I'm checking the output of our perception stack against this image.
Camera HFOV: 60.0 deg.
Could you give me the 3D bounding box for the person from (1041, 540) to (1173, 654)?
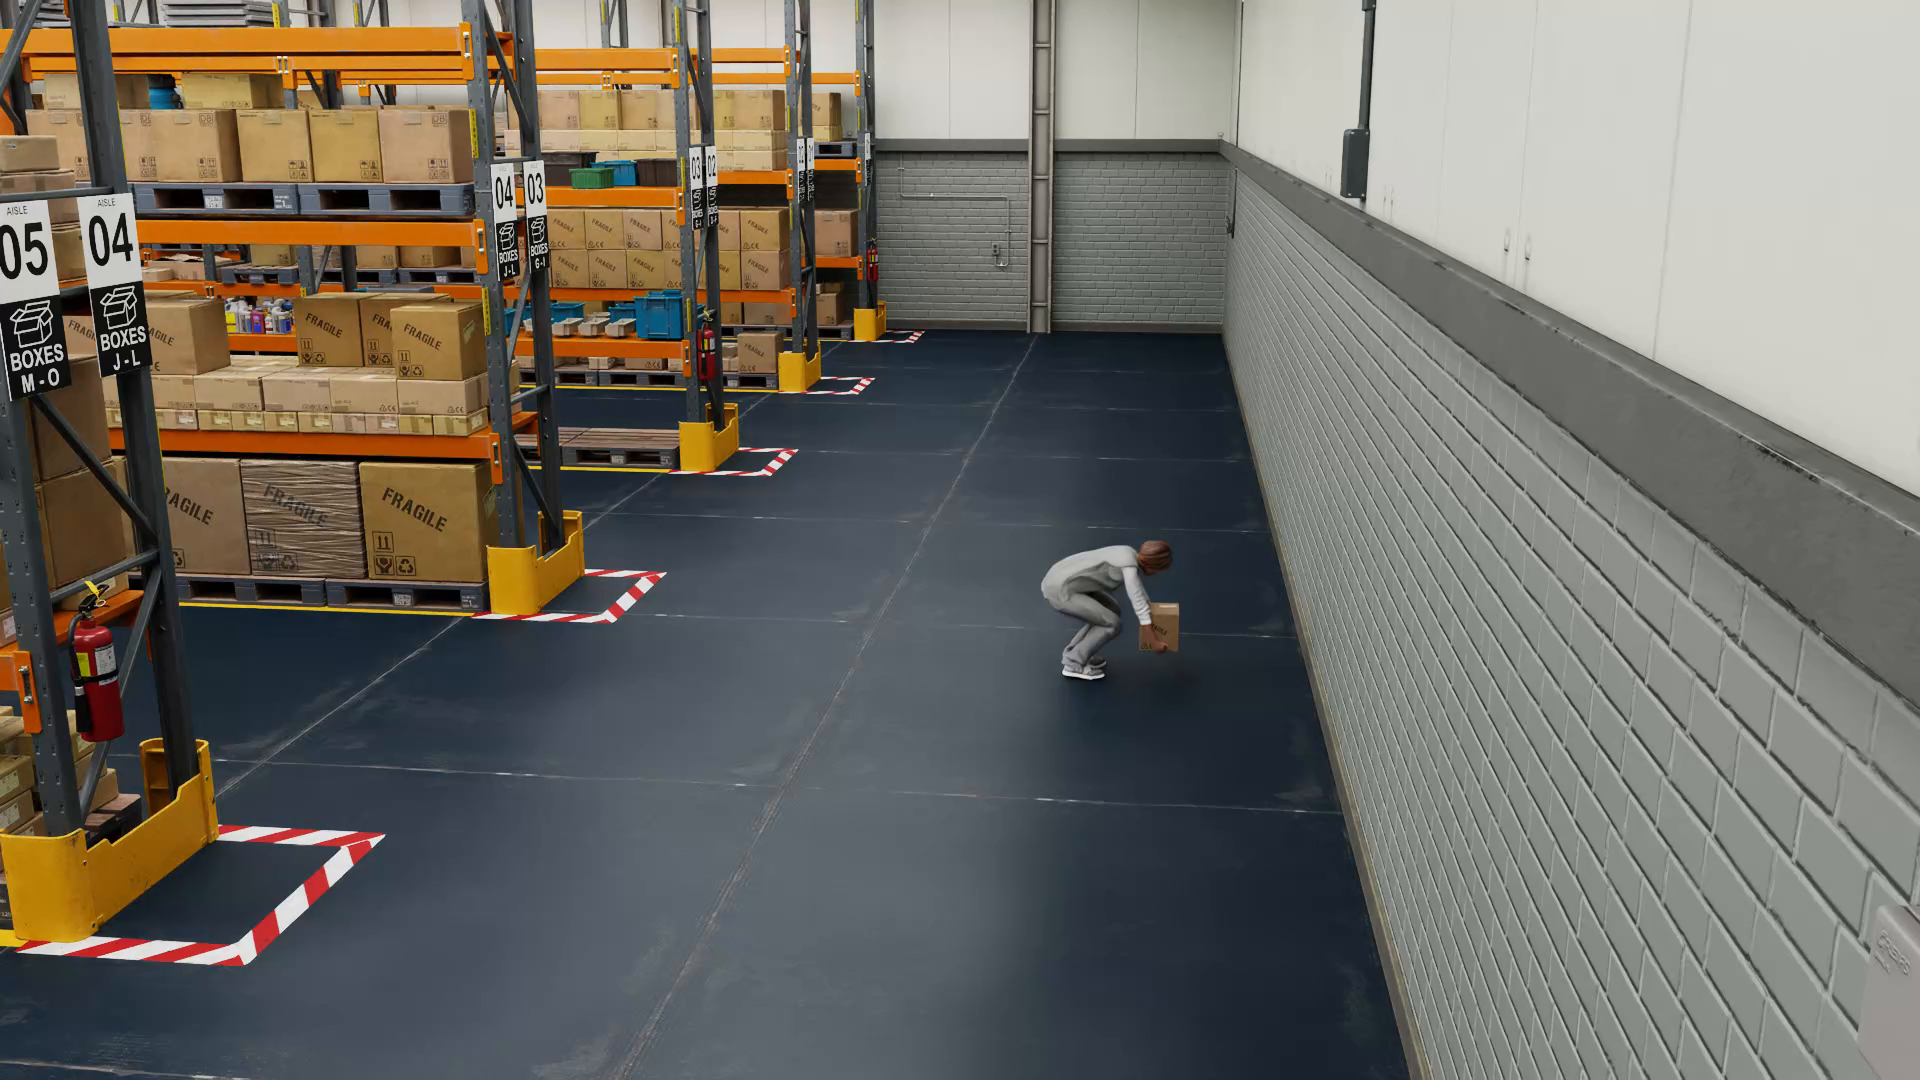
[{"bbox_3d":[0.948,0.346,10.734,0.851,0.703,0.388,1,15,4],"label":"person"}]
